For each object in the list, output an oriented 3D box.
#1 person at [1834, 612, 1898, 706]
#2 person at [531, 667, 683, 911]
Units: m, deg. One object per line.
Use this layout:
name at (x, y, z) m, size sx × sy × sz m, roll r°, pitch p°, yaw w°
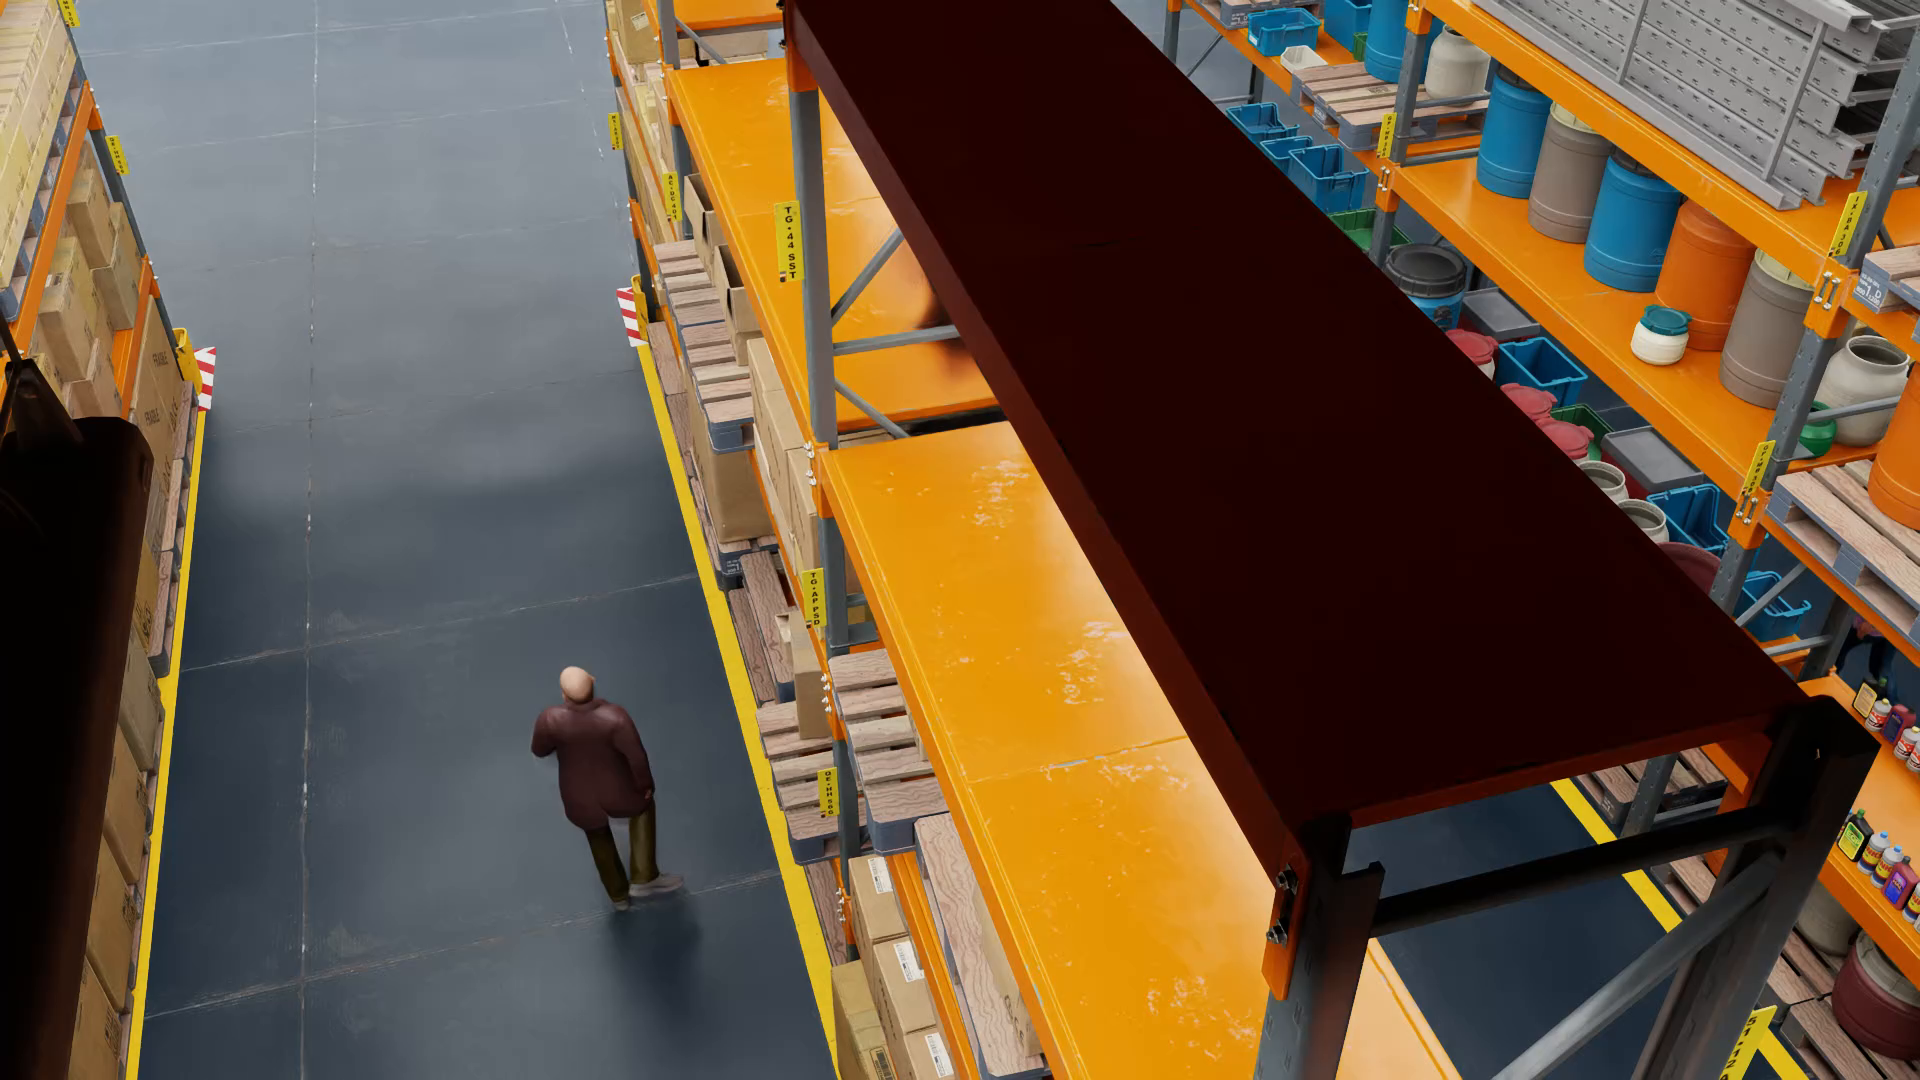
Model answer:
person at (5.973, 0.574, 10.774) m, size 0.504 × 1.609 × 0.861 m, roll -9°, pitch 39°, yaw -12°
person at (-2.075, 1.371, 9.684) m, size 0.736 × 1.767 × 0.710 m, roll -6°, pitch 39°, yaw -7°
